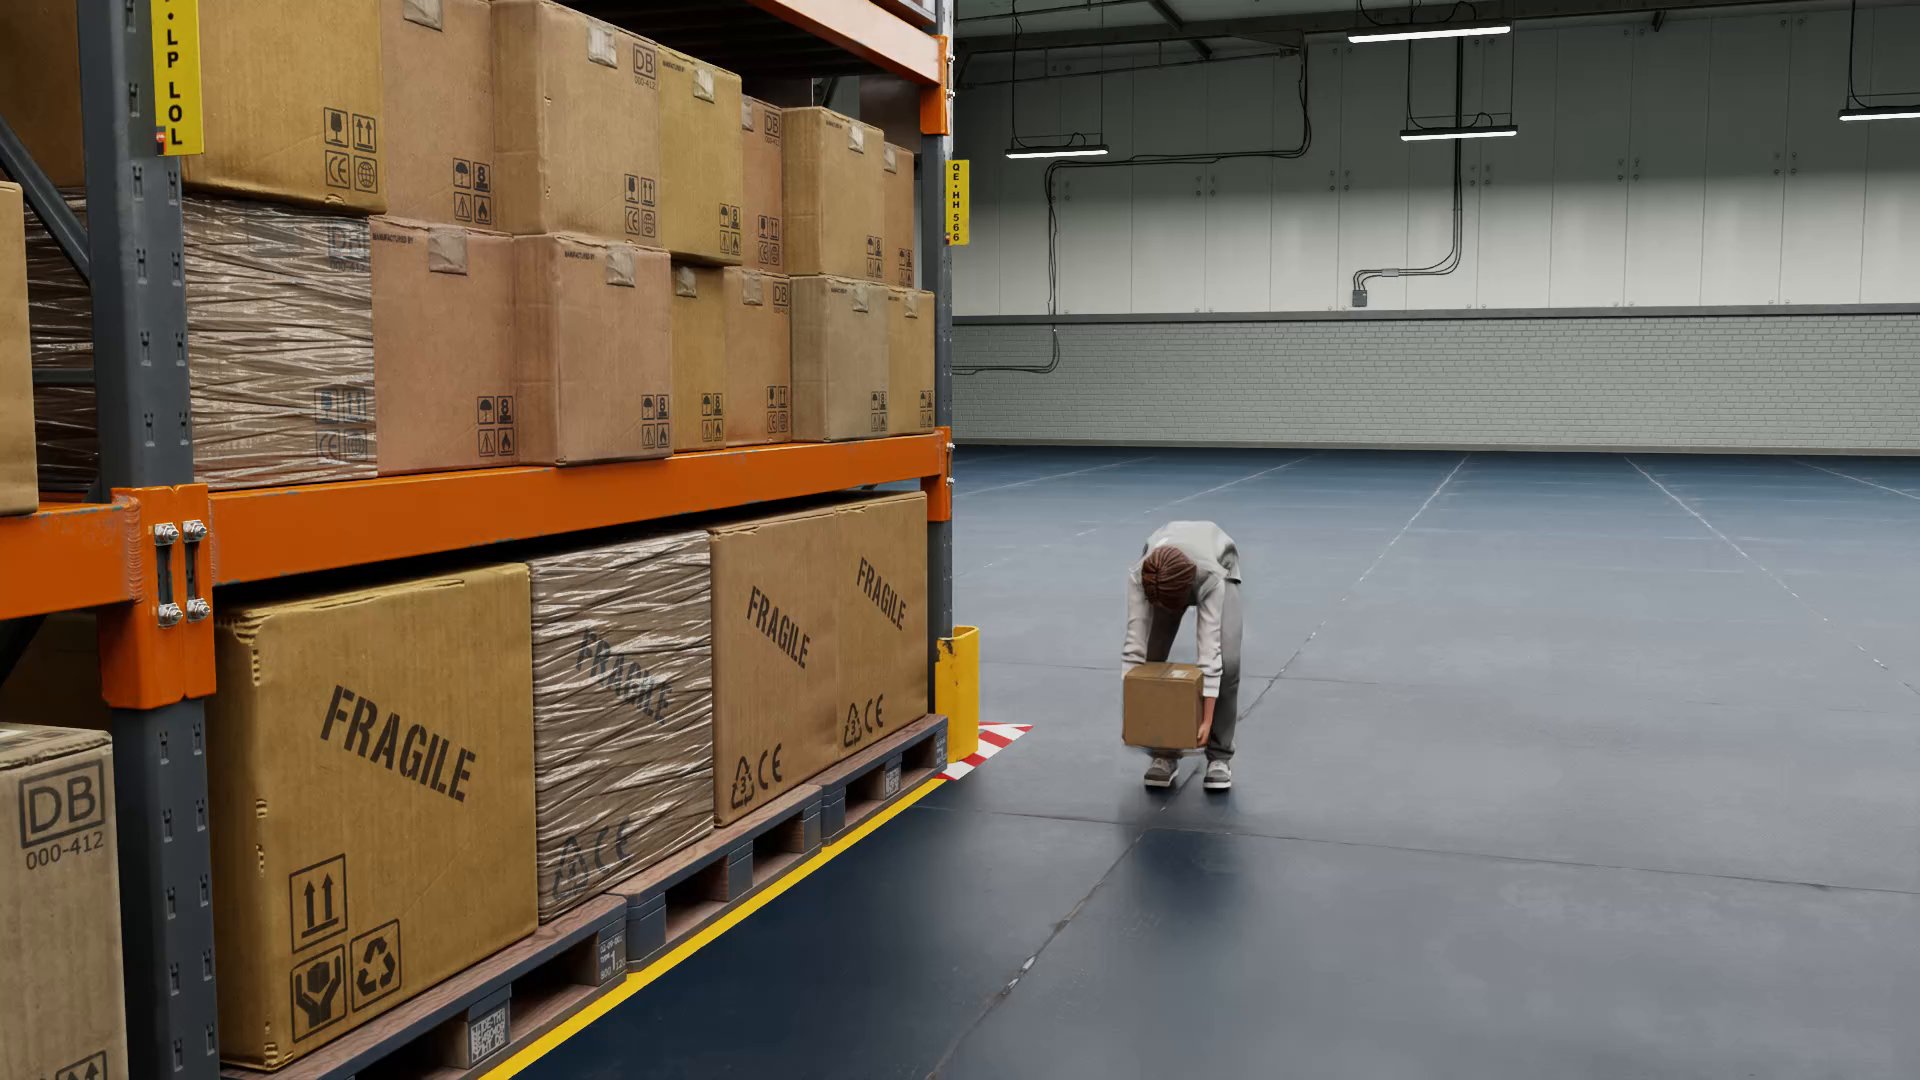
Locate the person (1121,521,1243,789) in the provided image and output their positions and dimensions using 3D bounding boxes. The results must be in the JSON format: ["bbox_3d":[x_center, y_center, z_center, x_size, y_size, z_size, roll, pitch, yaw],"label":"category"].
[{"bbox_3d":[0.806,0.439,6.037,0.395,0.990,0.871,2,6,16],"label":"person"}]
